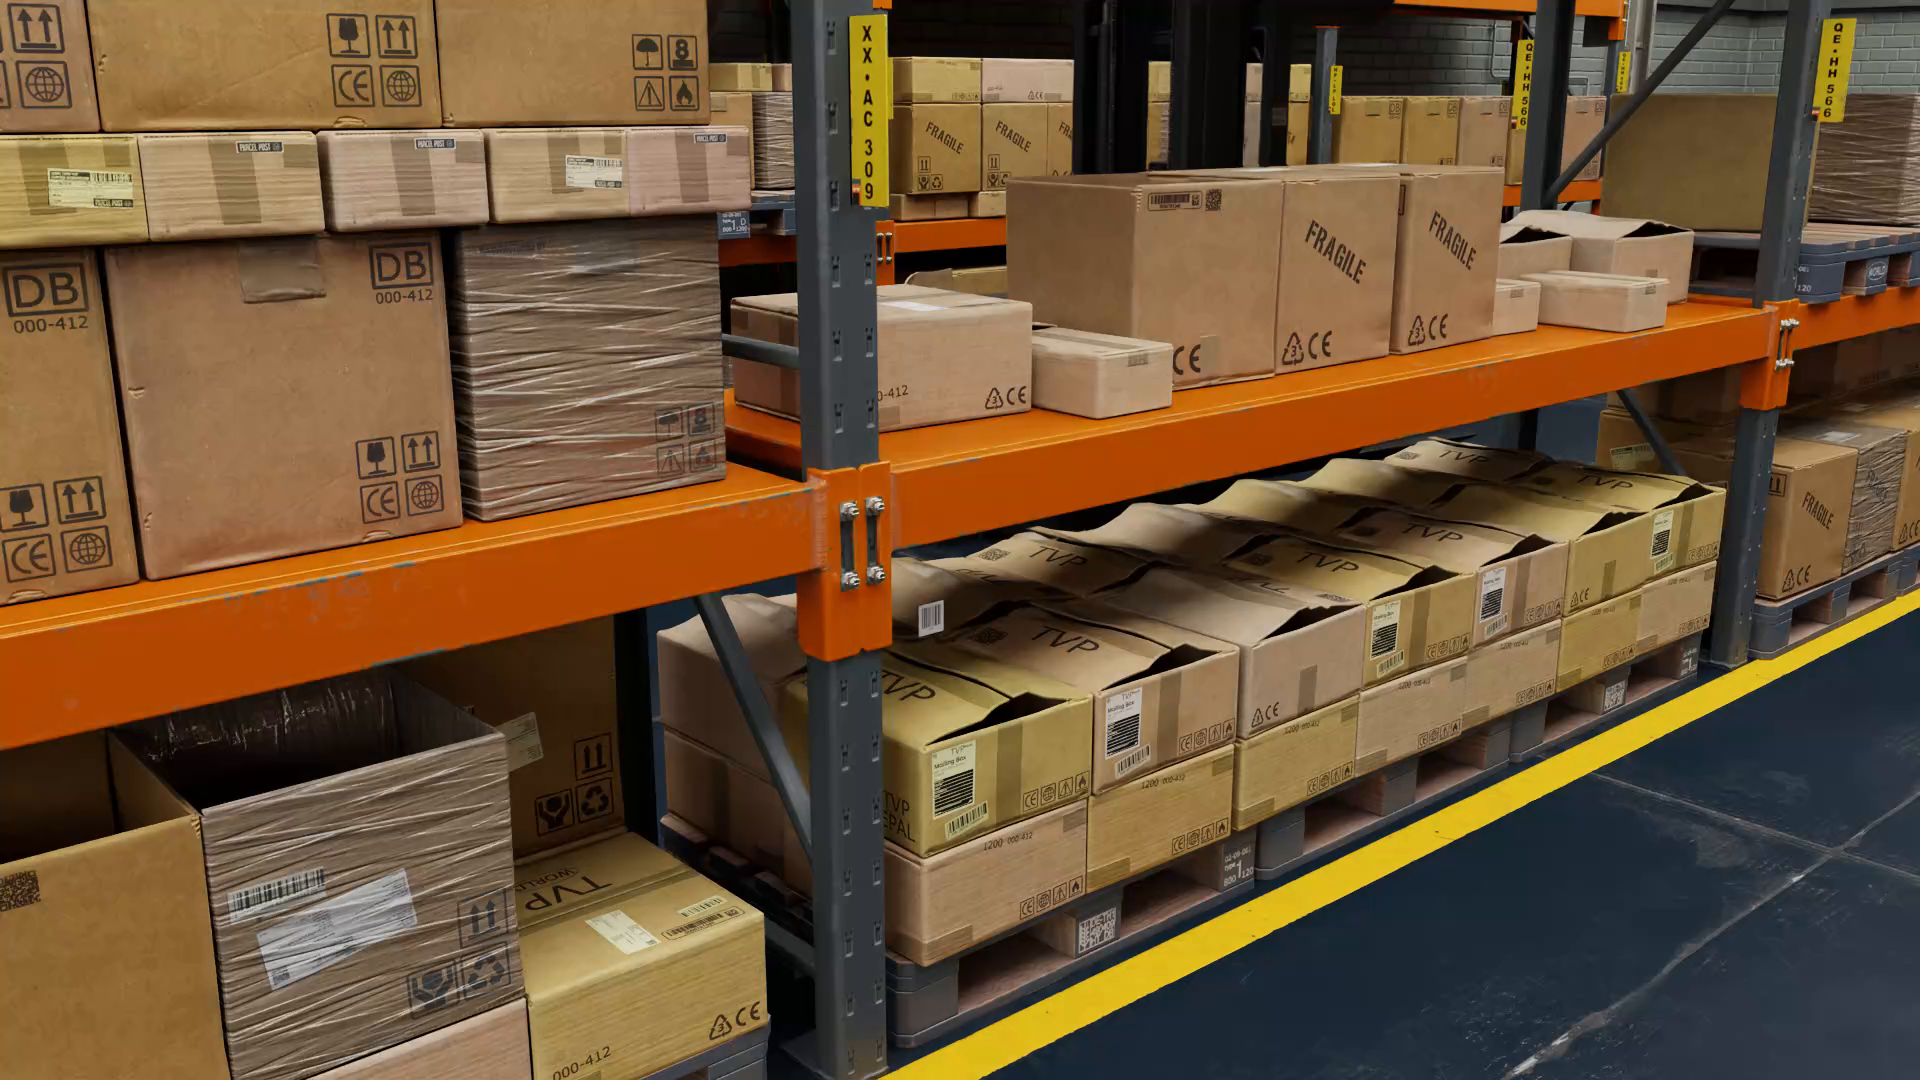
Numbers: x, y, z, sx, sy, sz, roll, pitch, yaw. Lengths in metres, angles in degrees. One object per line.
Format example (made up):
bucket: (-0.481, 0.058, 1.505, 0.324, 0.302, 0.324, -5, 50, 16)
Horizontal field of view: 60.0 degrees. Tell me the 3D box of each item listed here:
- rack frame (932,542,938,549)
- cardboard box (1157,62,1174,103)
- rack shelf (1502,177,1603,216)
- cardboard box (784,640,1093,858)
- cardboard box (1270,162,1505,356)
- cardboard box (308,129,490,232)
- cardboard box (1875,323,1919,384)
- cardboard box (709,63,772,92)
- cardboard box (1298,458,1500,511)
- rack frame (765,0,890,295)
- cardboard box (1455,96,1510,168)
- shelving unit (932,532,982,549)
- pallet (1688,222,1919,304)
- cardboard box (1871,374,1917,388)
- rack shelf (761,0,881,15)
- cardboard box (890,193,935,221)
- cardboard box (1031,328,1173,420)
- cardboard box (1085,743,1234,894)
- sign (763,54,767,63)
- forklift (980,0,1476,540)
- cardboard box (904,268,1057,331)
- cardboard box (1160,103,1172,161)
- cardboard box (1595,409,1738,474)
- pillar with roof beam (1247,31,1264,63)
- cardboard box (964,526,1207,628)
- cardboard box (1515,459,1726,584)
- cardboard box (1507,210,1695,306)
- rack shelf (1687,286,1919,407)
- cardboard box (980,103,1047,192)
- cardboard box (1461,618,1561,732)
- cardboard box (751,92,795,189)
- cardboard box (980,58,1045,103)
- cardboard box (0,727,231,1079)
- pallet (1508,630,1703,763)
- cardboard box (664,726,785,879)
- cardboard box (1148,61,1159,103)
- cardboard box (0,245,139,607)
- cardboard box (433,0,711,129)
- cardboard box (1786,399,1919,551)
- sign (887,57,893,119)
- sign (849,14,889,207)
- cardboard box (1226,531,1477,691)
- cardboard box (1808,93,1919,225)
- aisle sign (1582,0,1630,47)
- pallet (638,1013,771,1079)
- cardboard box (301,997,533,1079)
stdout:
rack frame: (-0.158, -0.486, 7.534, 0.008, 1.050, 0.200, -10, 18, -32)
cardboard box: (1.294, -2.989, 10.866, 0.500, 0.250, 0.500, -12, 19, -38)
rack shelf: (3.764, -2.716, 13.501, 4.000, 0.370, 1.077, -13, 19, -39)
cardboard box: (-0.050, 0.427, 3.767, 0.500, 0.311, 0.500, -13, 19, -39)
cardboard box: (1.237, -0.845, 4.906, 0.500, 0.500, 0.500, -14, 20, -42)
cardboard box: (-0.974, -0.594, 2.709, 0.250, 0.149, 0.380, -13, 20, -41)
cardboard box: (4.230, -0.925, 7.937, 0.500, 0.250, 0.500, -13, 19, -39)
cardboard box: (-1.236, -2.500, 8.994, 0.380, 0.149, 0.250, 12, 19, 38)
cardboard box: (1.513, -0.107, 5.766, 0.500, 0.311, 0.500, -13, 20, -41)
rack frame: (-0.763, -2.047, 9.603, 0.127, 3.000, 1.000, -13, 19, -39)
cardboard box: (3.771, -3.207, 13.361, 0.700, 0.700, 0.980, -14, 20, -42)
shelving unit: (-0.056, -0.503, 7.599, 0.252, 1.050, 0.215, -10, 18, -32)
pallet: (2.957, -1.120, 6.501, 1.003, 0.211, 1.213, -13, 19, -39)
cardboard box: (4.207, -0.556, 8.010, 0.500, 0.500, 0.500, -12, 19, -39)
rack shelf: (-2.272, -2.810, 8.040, 4.000, 0.370, 1.077, -13, 19, -39)
cardboard box: (-0.362, -1.946, 9.673, 0.250, 0.149, 0.380, -13, 20, -40)
cardboard box: (0.277, -0.395, 3.903, 0.250, 0.149, 0.380, -13, 19, -39)
cardboard box: (0.328, 0.613, 4.157, 0.500, 0.250, 0.500, -12, 19, -38)
sign: (-1.130, -2.714, 9.856, 0.005, 0.325, 0.100, -13, 19, -39)
forklift: (1.356, -1.632, 8.179, 3.031, 2.935, 1.130, -10, 18, -32)
cardboard box: (0.017, -0.526, 4.167, 0.258, 0.266, 0.396, -13, 20, -41)
cardboard box: (1.309, -2.628, 10.966, 0.500, 0.500, 0.500, -13, 19, -39)
cardboard box: (3.043, -0.293, 7.025, 0.500, 0.500, 0.500, -12, 19, -37)
pillar with roof beam: (5.041, -5.072, 9.302, 0.400, 9.000, 9.100, -13, 19, -39)
cardboard box: (0.358, 0.151, 4.801, 0.500, 0.311, 0.500, -13, 20, -40)
cardboard box: (2.258, -0.092, 5.711, 0.500, 0.311, 0.500, -12, 19, -38)
cardboard box: (2.189, -0.988, 5.807, 0.500, 0.311, 0.500, -11, 19, -36)
rack shelf: (4.001, -1.075, 7.356, 4.000, 0.370, 1.077, -13, 19, -39)
cardboard box: (0.173, -2.369, 9.996, 0.500, 0.500, 0.500, -12, 19, -38)
cardboard box: (1.487, 0.351, 5.138, 0.500, 0.250, 0.500, -12, 19, -38)
cardboard box: (-1.111, -2.227, 9.228, 0.700, 0.500, 0.500, 13, 20, 40)
cardboard box: (0.154, -2.729, 9.894, 0.500, 0.250, 0.500, -13, 20, -40)
cardboard box: (-1.492, 0.646, 2.580, 0.500, 0.500, 0.500, -13, 19, -39)
pallet: (1.845, 0.395, 5.861, 1.213, 0.211, 1.003, -13, 19, -39)
cardboard box: (-0.403, 0.593, 4.233, 0.500, 0.250, 0.500, -13, 20, -40)
cardboard box: (0.910, -2.903, 10.542, 0.500, 0.250, 0.500, -13, 20, -40)
cardboard box: (-1.631, -0.203, 2.504, 0.500, 0.500, 0.700, -12, 19, -39)
cardboard box: (-0.856, -1.005, 2.992, 0.500, 0.500, 0.700, -13, 19, -39)
cardboard box: (3.796, -0.284, 6.991, 0.500, 0.500, 0.500, -13, 20, -40)
sign: (-0.399, -2.465, 9.074, 0.005, 0.325, 0.100, -13, 19, -39)
sign: (-0.160, -0.755, 2.932, 0.005, 0.325, 0.100, -13, 19, -39)
cardboard box: (1.109, 0.166, 4.743, 0.500, 0.311, 0.500, -12, 19, -38)
cardboard box: (3.708, -1.581, 6.850, 0.500, 0.500, 0.700, -9, 17, -29)
aisle sign: (5.524, -4.612, 14.168, 0.004, 0.787, 0.394, -13, 19, -39)
pallet: (-1.153, 1.068, 3.344, 1.213, 0.211, 1.003, -13, 19, -39)
cardboard box: (-1.116, 0.923, 2.995, 0.500, 0.250, 0.500, -13, 19, -39)
